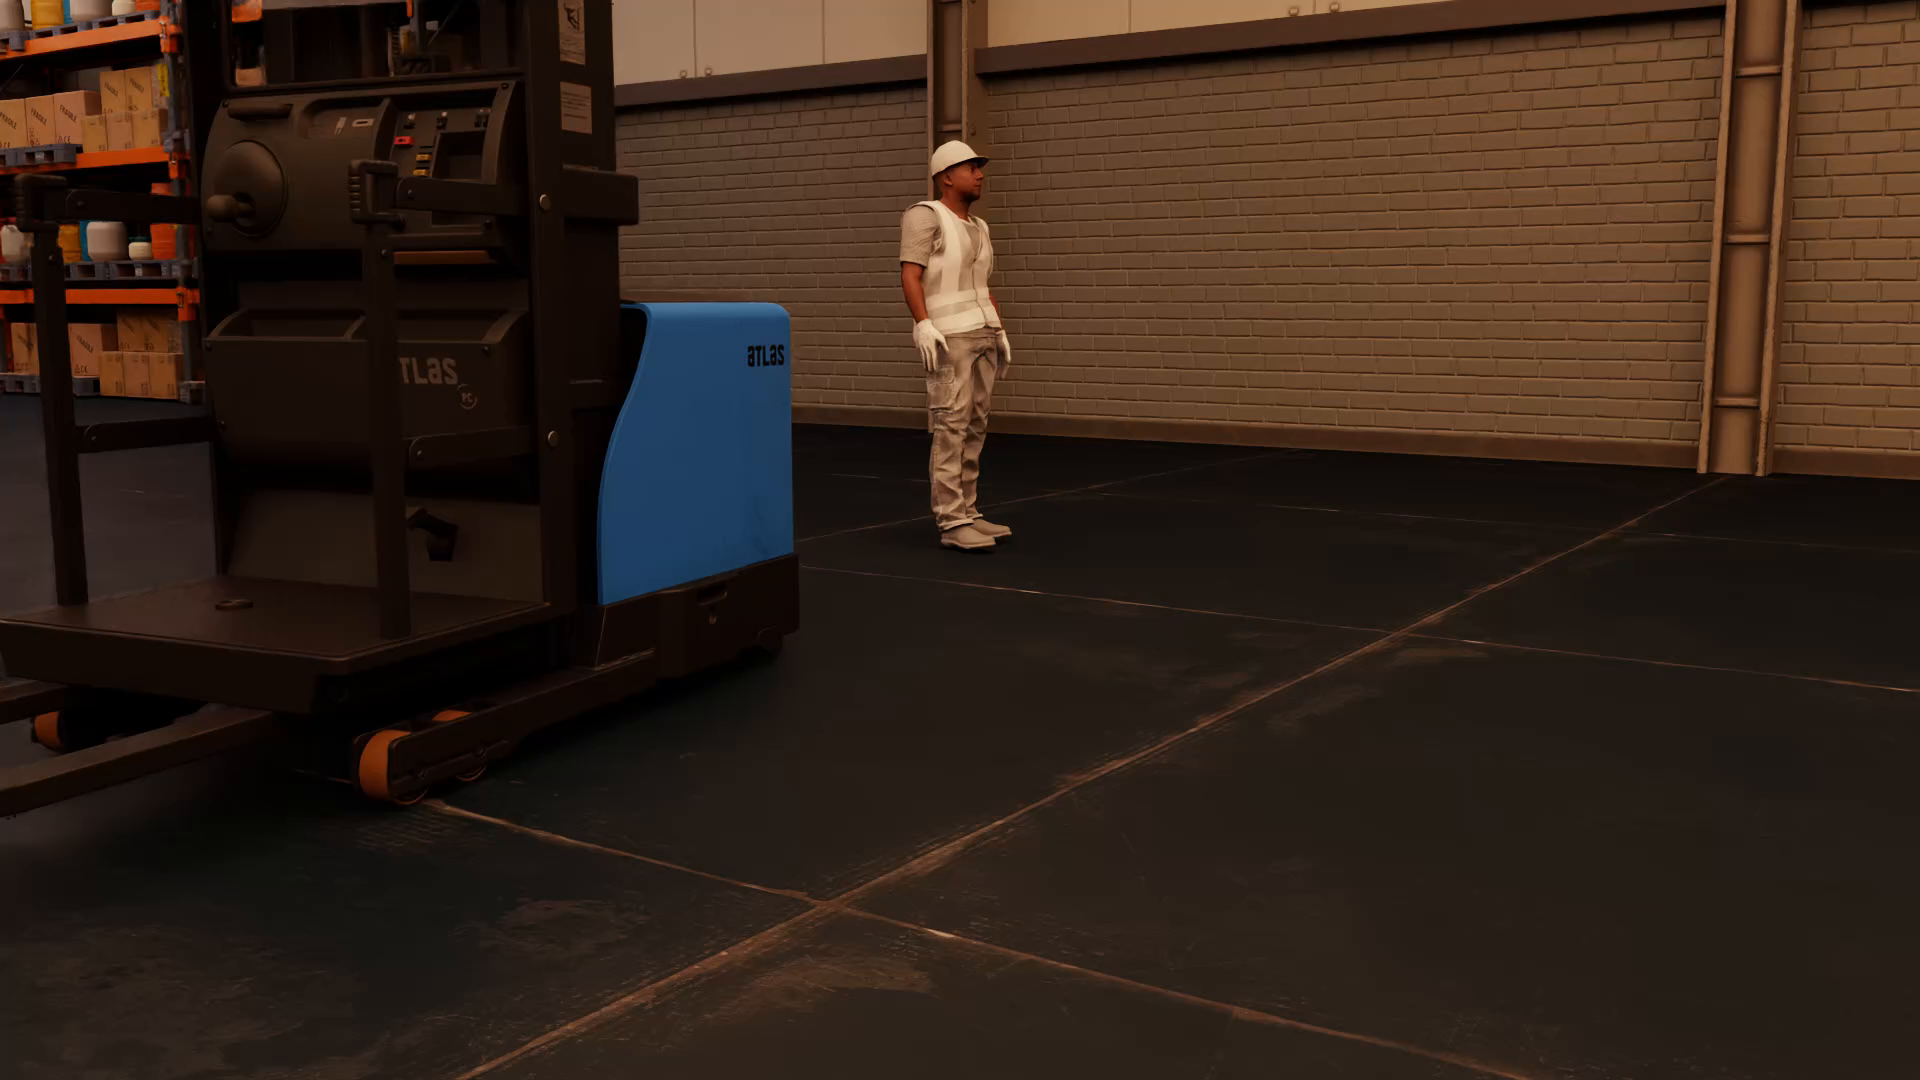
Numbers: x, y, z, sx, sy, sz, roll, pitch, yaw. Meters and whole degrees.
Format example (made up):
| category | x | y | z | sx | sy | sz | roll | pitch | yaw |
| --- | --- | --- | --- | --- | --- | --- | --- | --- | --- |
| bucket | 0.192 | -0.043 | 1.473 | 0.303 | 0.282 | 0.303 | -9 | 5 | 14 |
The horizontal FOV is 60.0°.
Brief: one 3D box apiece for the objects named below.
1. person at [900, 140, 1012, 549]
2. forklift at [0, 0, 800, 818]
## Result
| category | x | y | z | sx | sy | sz | roll | pitch | yaw |
| --- | --- | --- | --- | --- | --- | --- | --- | --- | --- |
| person | 0.054 | -0.883 | 7.430 | 0.577 | 1.782 | 0.656 | 5 | 10 | 34 |
| forklift | -1.556 | -0.947 | 3.850 | 1.130 | 2.935 | 3.031 | 4 | 9 | 24 |
